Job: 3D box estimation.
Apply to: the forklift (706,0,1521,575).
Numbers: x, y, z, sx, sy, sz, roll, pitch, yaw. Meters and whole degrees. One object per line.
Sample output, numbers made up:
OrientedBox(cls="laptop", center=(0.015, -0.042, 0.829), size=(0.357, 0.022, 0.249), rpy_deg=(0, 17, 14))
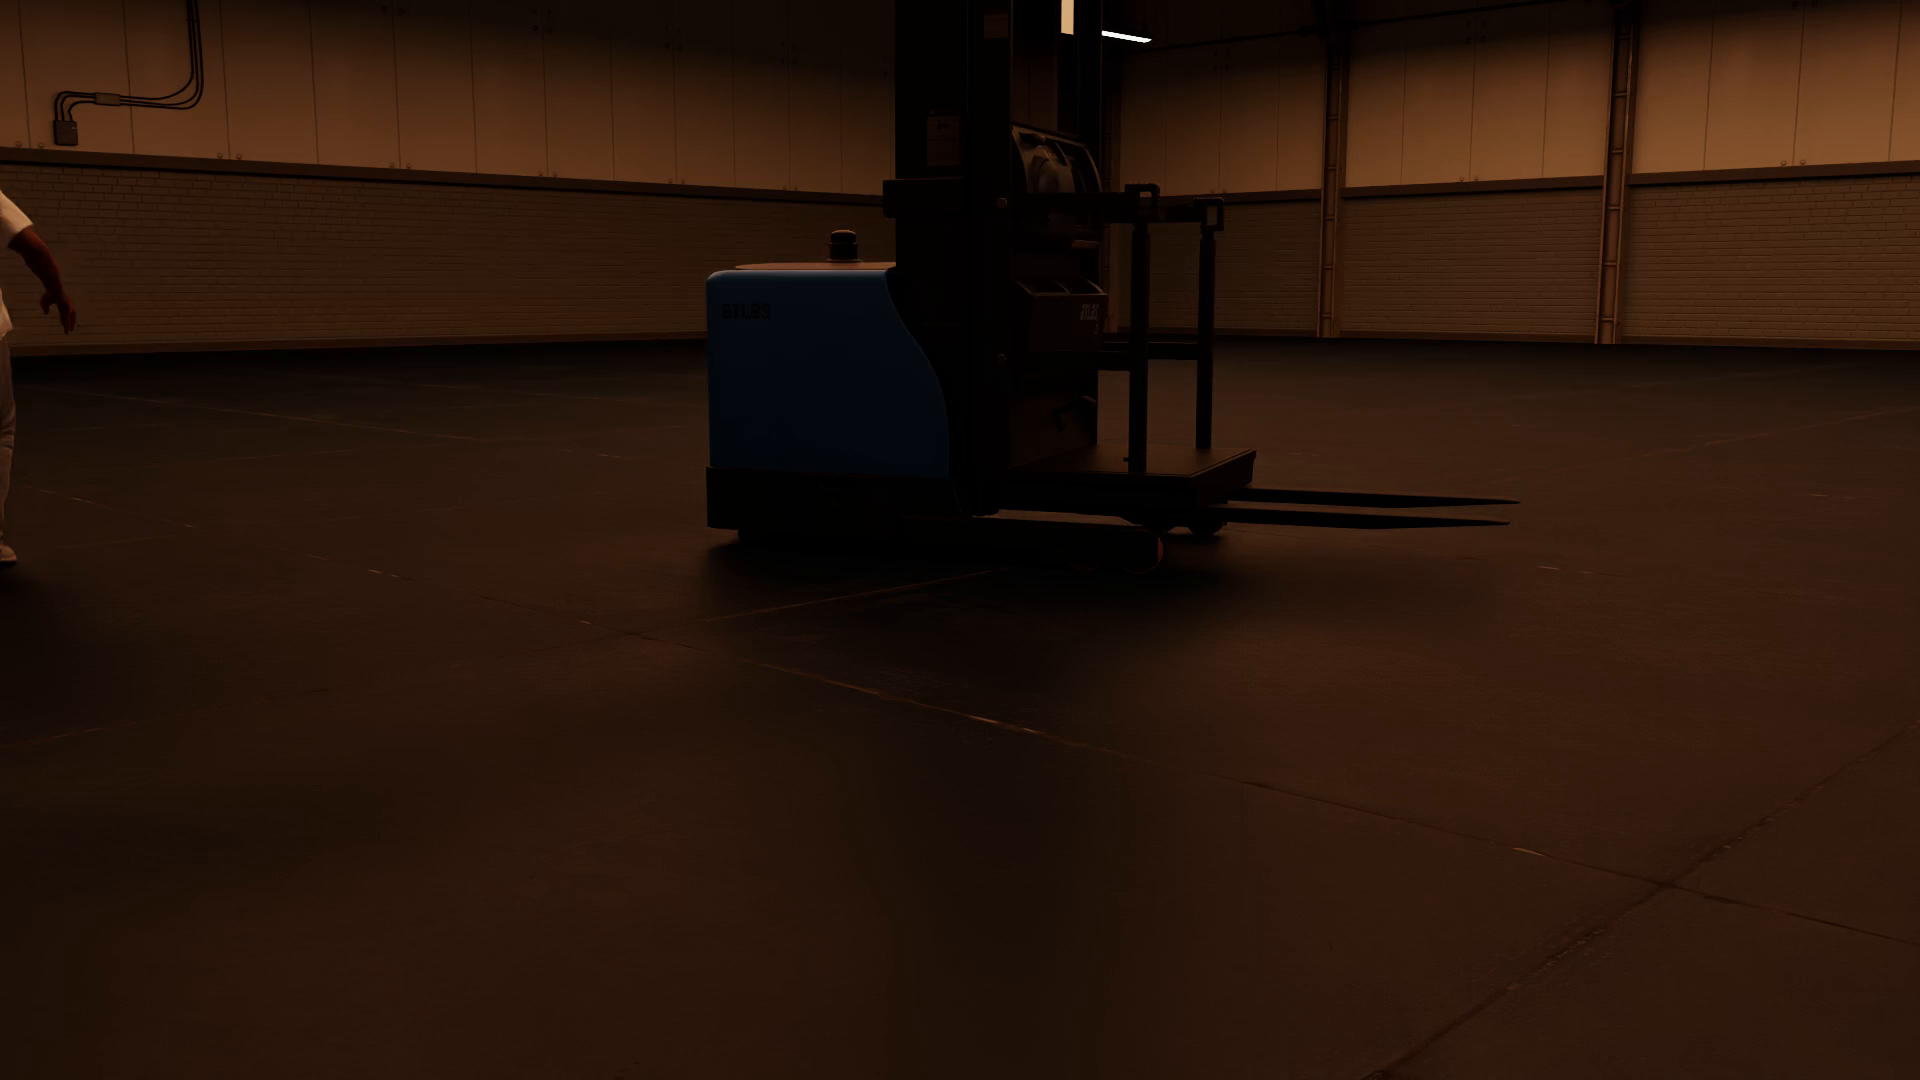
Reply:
OrientedBox(cls="forklift", center=(0.565, -1.416, 6.275), size=(3.031, 2.935, 1.130), rpy_deg=(3, 9, 22))

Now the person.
OrientedBox(cls="person", center=(-3.595, -0.713, 5.880), size=(0.832, 1.694, 0.707), rpy_deg=(-3, 9, -16))
